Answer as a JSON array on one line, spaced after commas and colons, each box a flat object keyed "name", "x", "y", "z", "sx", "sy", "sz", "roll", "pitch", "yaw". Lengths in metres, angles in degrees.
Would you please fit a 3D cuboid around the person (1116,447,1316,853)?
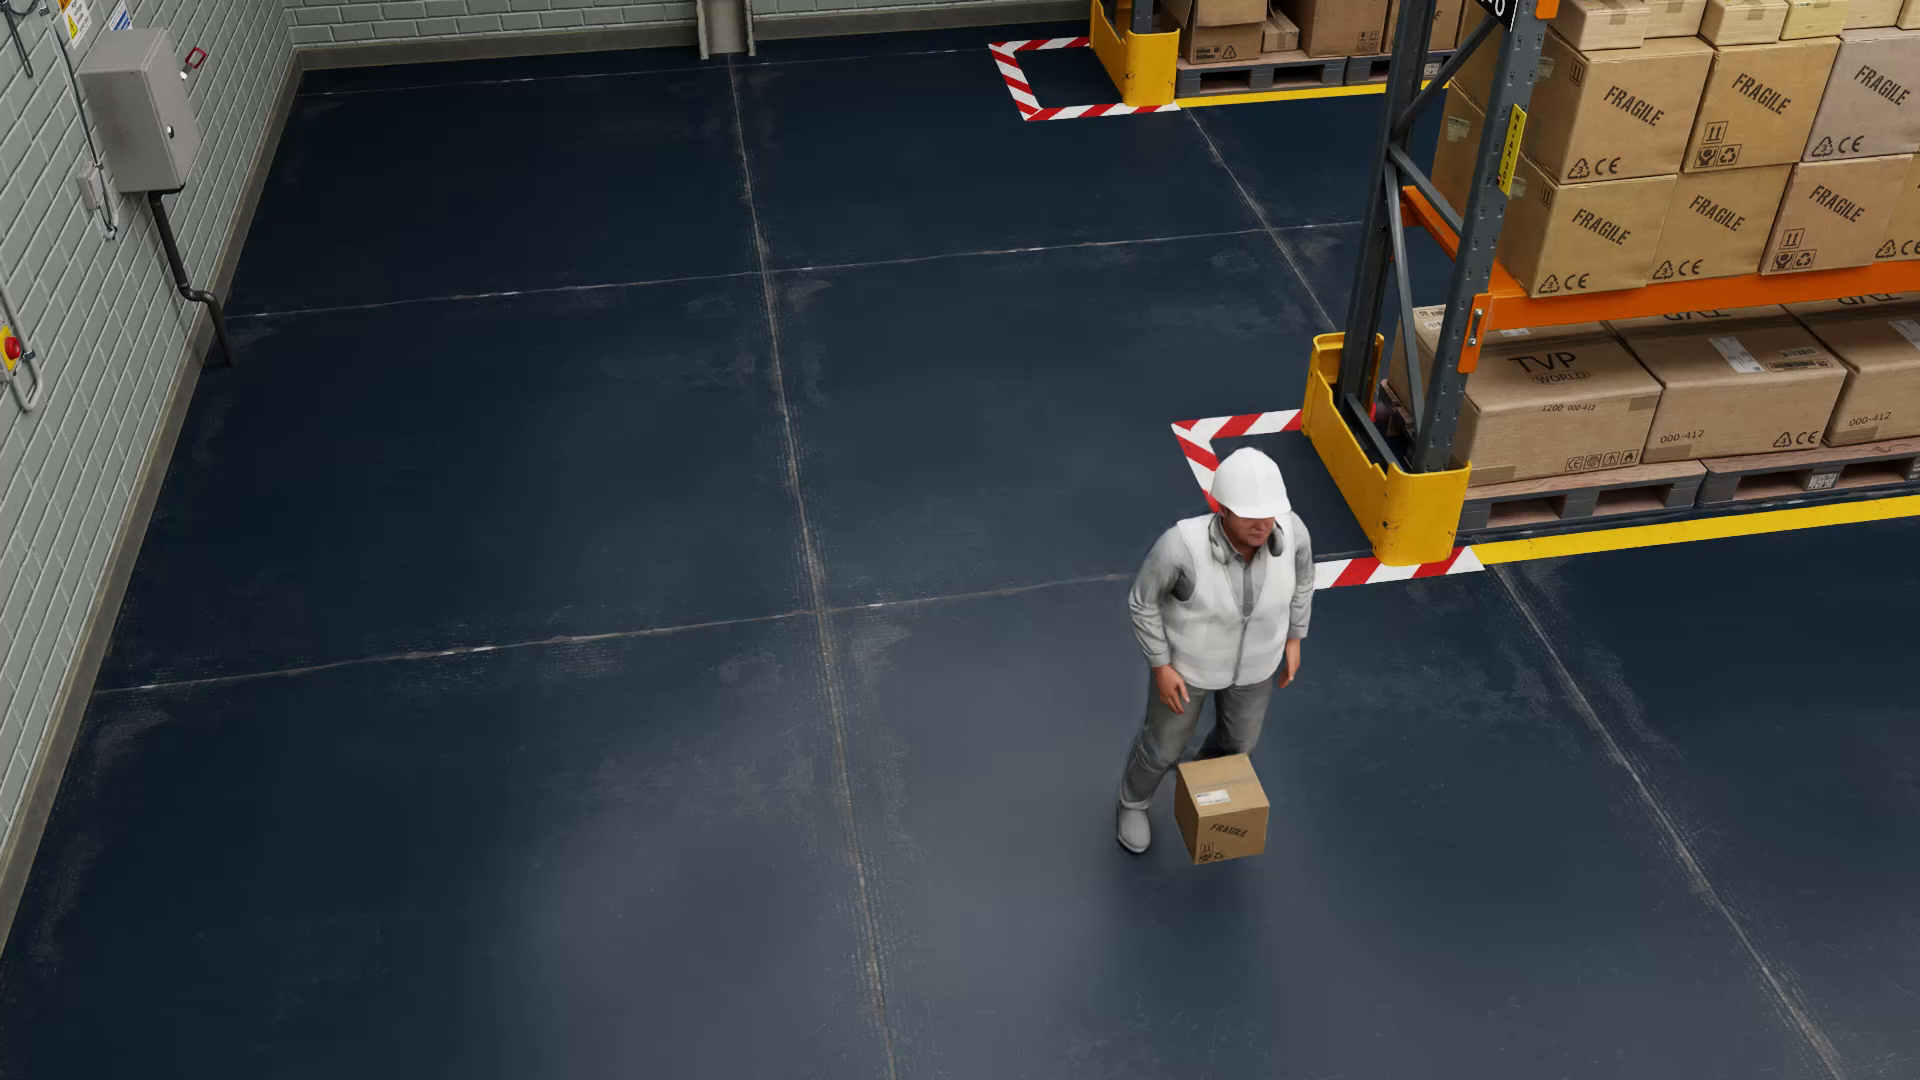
[{"name": "person", "x": 0.873, "y": 0.391, "z": 5.651, "sx": 0.654, "sy": 1.755, "sz": 0.483, "roll": -7, "pitch": 39, "yaw": -9}]
